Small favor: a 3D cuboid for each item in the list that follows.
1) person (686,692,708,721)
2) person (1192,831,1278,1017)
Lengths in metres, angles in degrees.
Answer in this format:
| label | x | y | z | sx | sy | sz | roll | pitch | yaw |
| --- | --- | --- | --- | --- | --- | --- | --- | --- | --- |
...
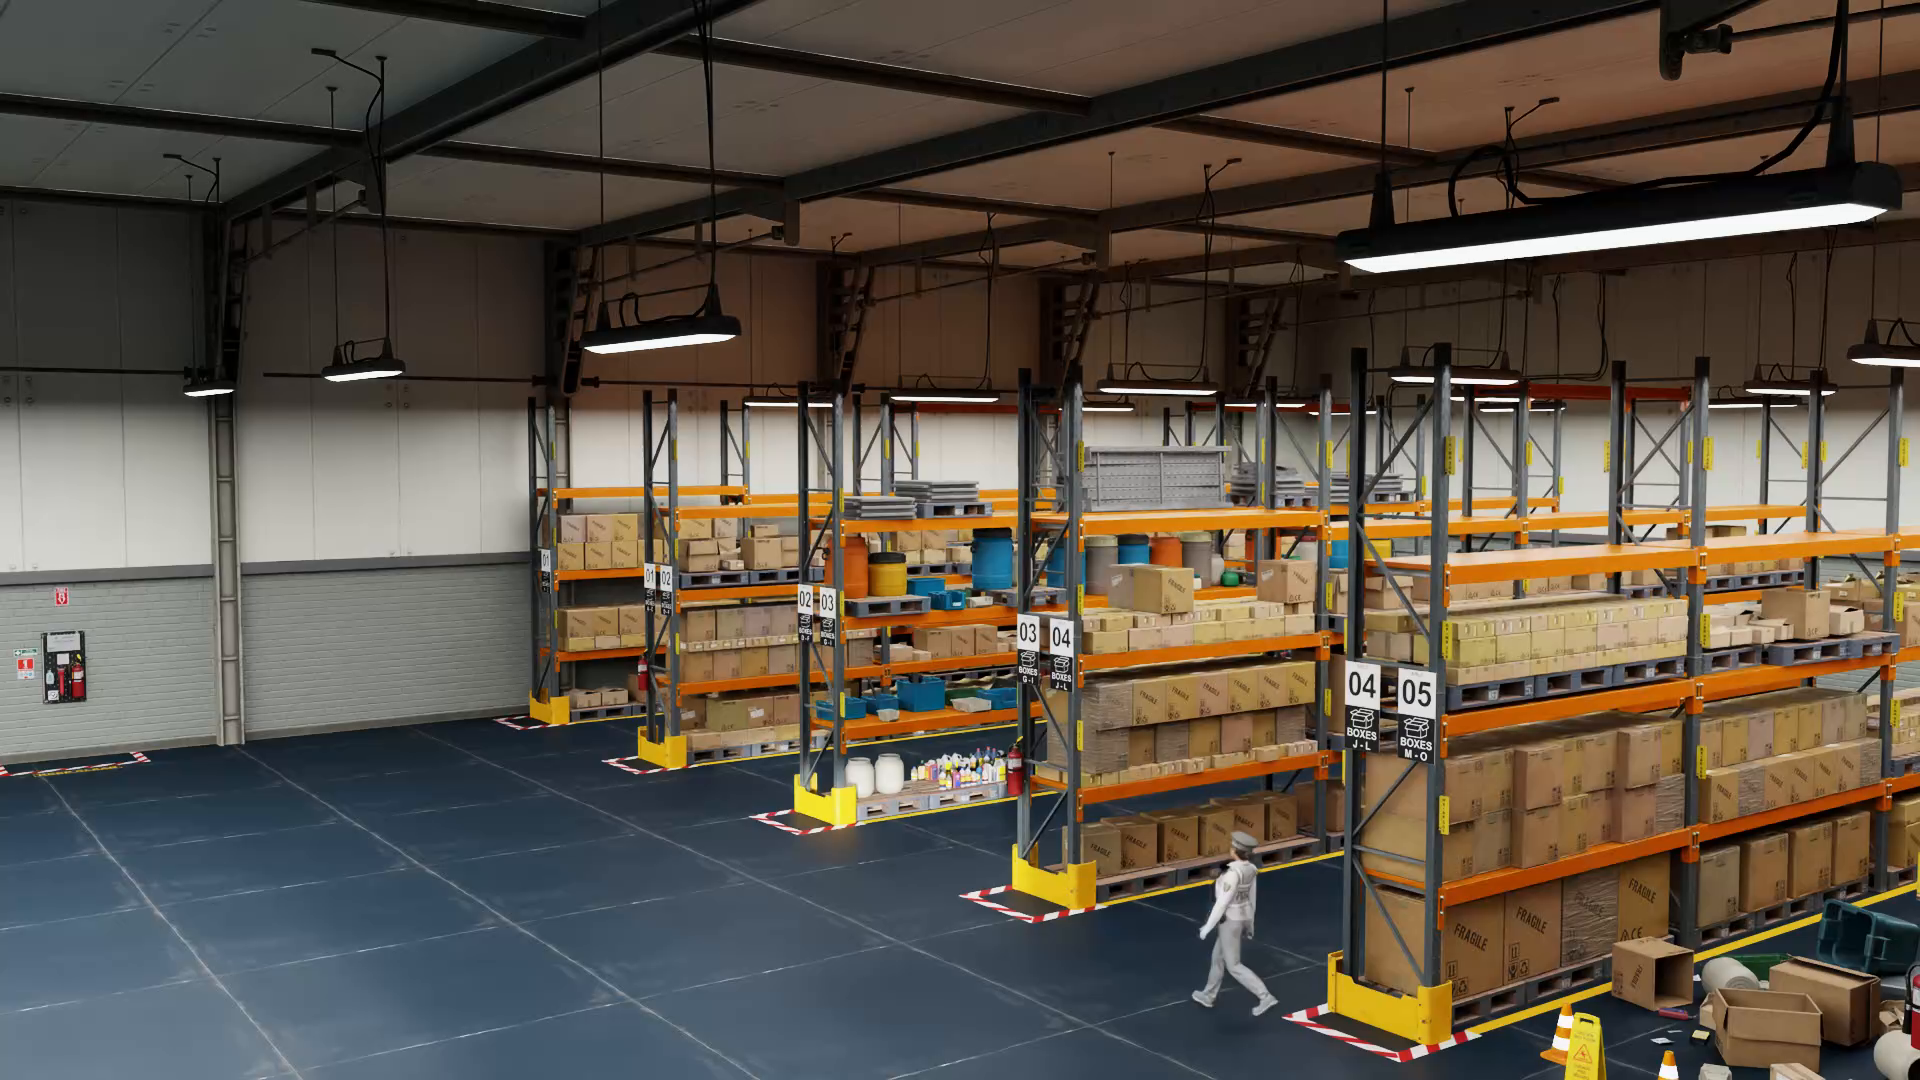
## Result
| label | x | y | z | sx | sy | sz | roll | pitch | yaw |
| --- | --- | --- | --- | --- | --- | --- | --- | --- | --- |
| person | -4.635 | 2.628 | 29.030 | 0.589 | 1.687 | 0.375 | -3 | 4 | -37 |
| person | 2.478 | 3.454 | 15.017 | 0.921 | 1.633 | 0.548 | 3 | 4 | 39 |
